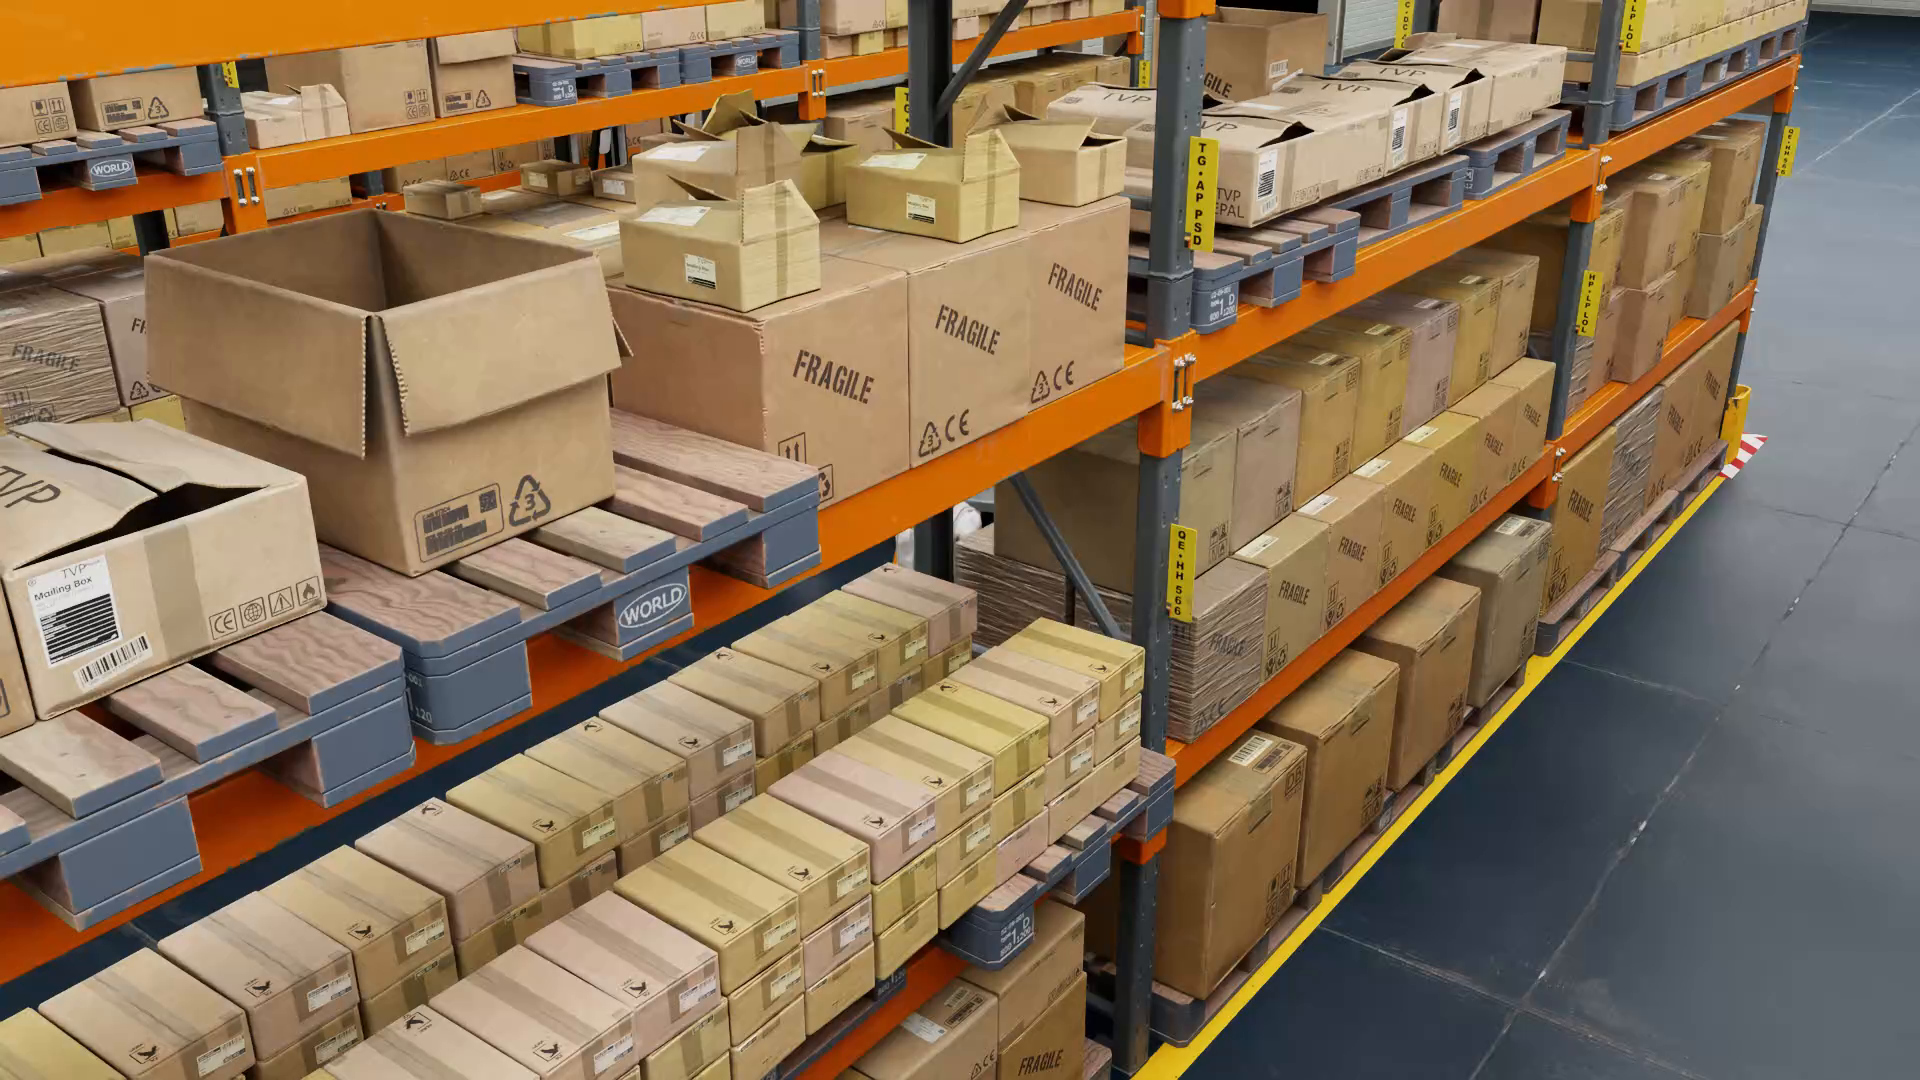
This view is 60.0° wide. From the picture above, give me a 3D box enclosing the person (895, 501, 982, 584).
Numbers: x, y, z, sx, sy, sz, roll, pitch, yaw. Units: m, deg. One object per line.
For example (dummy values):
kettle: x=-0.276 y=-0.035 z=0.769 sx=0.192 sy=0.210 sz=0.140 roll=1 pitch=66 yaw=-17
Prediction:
person: x=-0.114 y=0.358 z=7.818 sx=0.473 sy=1.728 sz=0.357 roll=17 pitch=29 yaw=34
